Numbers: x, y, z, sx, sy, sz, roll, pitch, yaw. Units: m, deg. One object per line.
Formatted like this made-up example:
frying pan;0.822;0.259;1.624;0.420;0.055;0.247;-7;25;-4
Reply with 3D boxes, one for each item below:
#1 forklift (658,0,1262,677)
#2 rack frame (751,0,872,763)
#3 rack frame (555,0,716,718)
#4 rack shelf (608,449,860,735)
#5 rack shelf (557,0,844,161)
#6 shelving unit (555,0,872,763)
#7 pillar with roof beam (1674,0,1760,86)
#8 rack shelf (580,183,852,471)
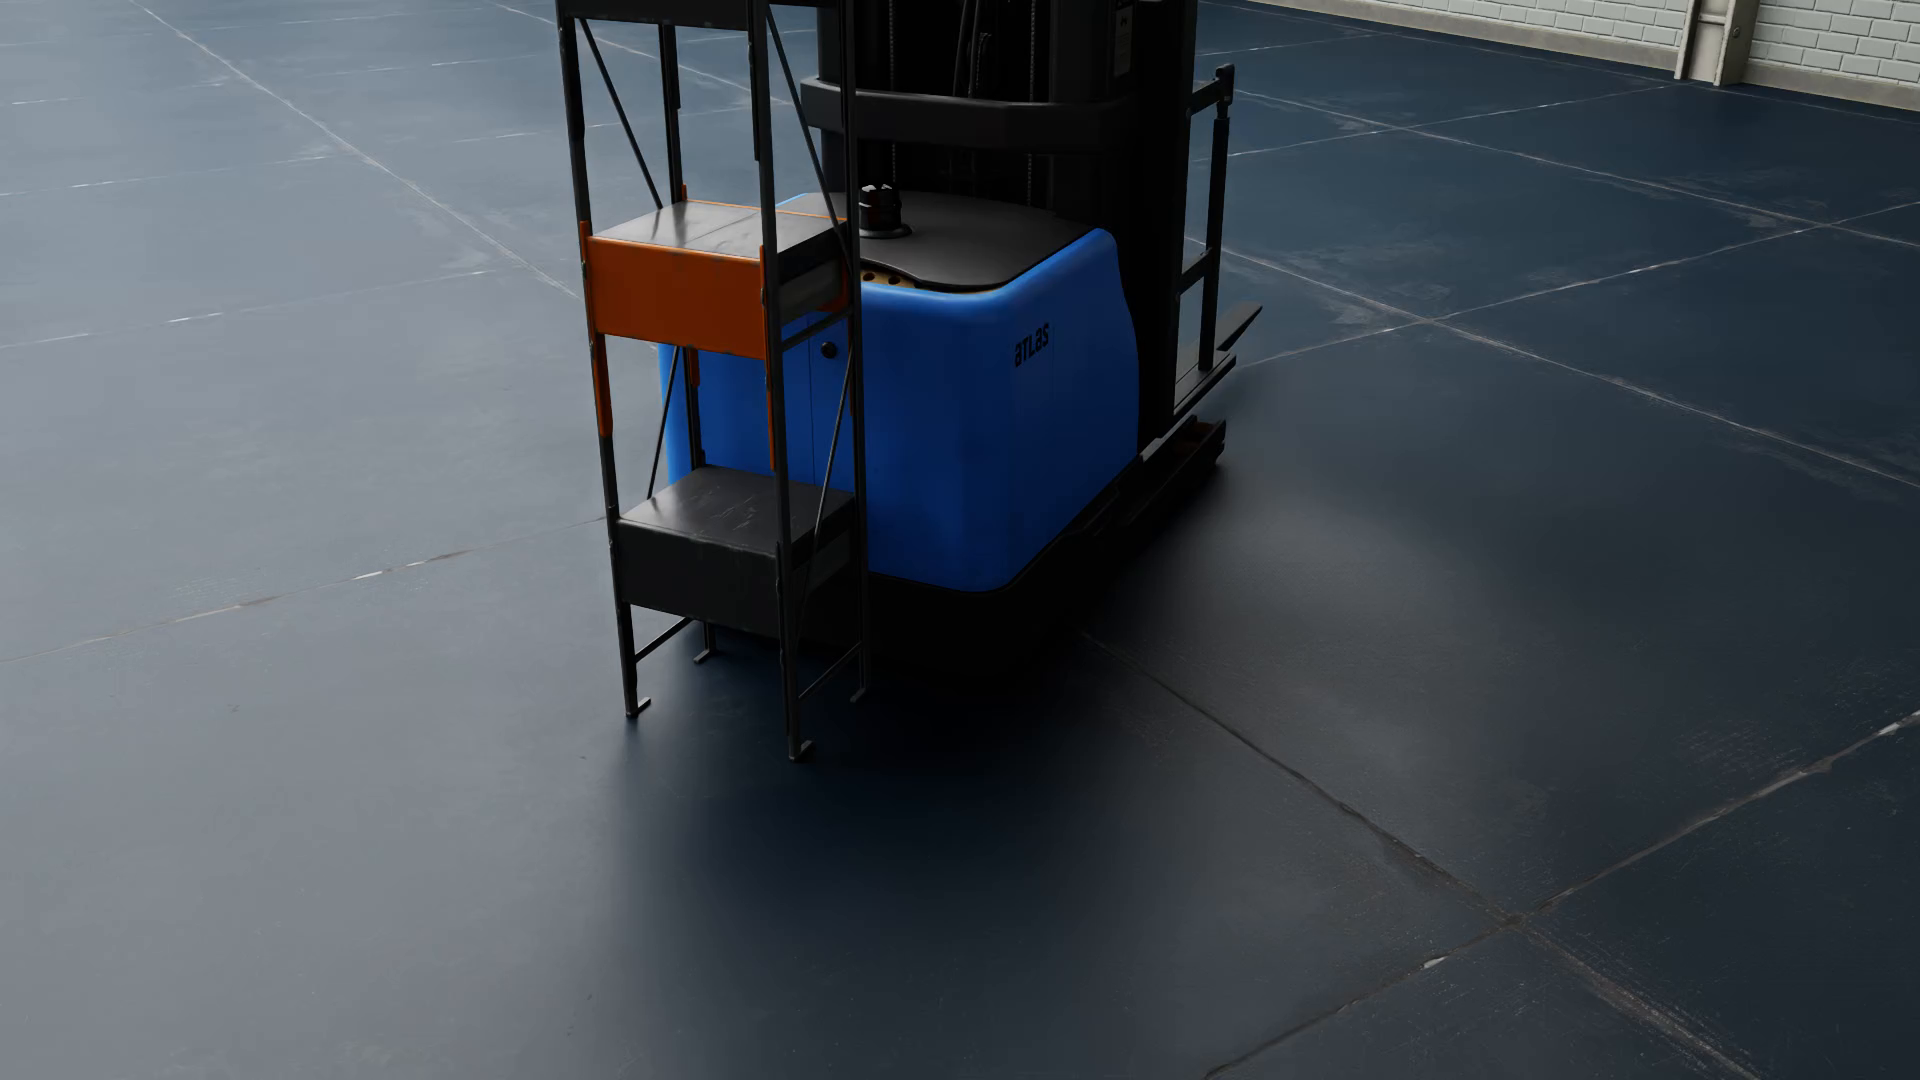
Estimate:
forklift;0.272;-1.568;5.139;1.130;2.935;3.031;12;28;23
rack frame;-0.328;-0.481;3.808;0.015;2.100;0.400;12;28;23
rack frame;-0.768;-0.570;3.999;0.015;2.100;0.400;12;28;23
rack shelf;-0.548;0.120;4.208;0.480;0.518;0.431;12;28;23
rack shelf;-0.548;-1.146;3.610;0.480;0.518;0.431;12;28;23
shelving unit;-0.548;-0.525;3.903;0.503;2.100;0.431;12;28;23
pillar with roof beam;2.103;-6.575;8.636;9.100;9.000;0.400;-16;29;-30
rack shelf;-0.548;-0.513;3.909;0.480;0.518;0.431;12;28;23
